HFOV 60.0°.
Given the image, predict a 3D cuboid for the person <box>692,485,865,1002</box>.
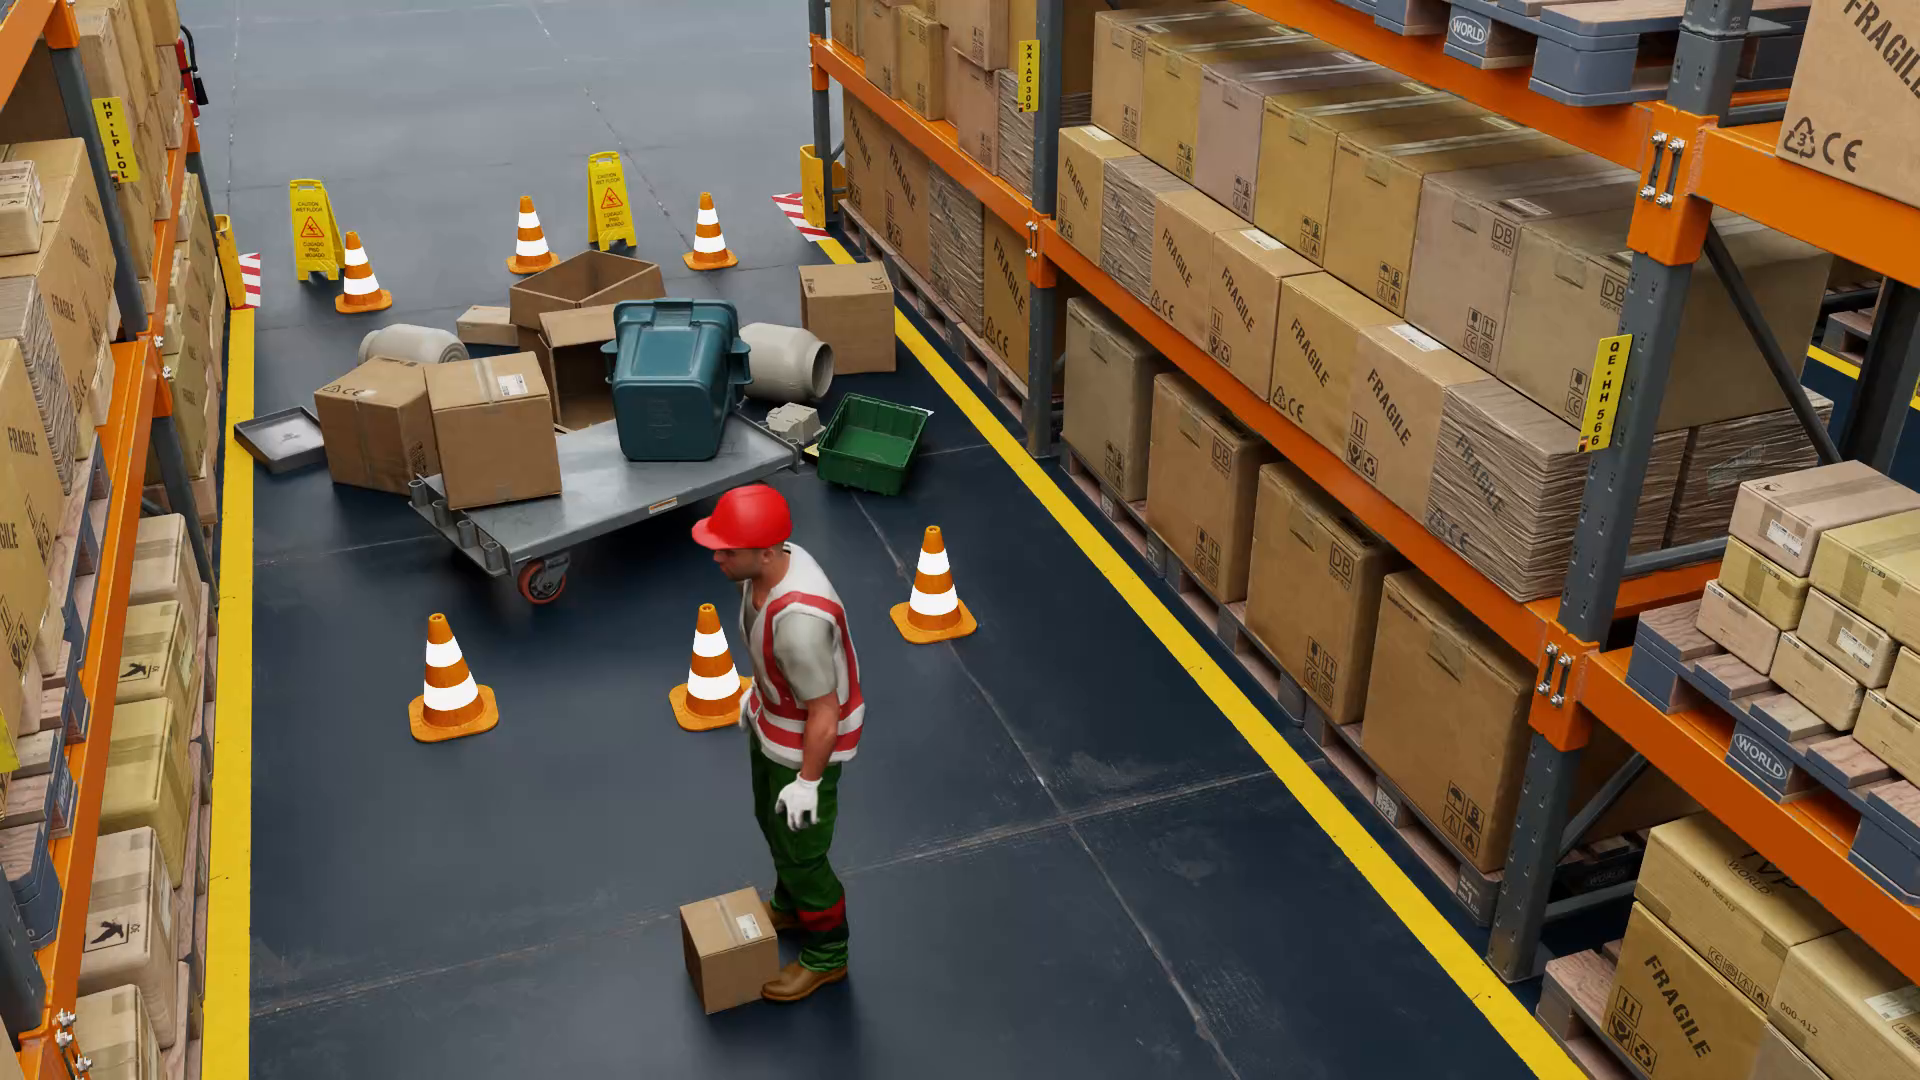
[{"bbox_3d":[-0.532,0.609,5.040,0.454,1.779,0.609,-11,31,-18],"label":"person"}]
